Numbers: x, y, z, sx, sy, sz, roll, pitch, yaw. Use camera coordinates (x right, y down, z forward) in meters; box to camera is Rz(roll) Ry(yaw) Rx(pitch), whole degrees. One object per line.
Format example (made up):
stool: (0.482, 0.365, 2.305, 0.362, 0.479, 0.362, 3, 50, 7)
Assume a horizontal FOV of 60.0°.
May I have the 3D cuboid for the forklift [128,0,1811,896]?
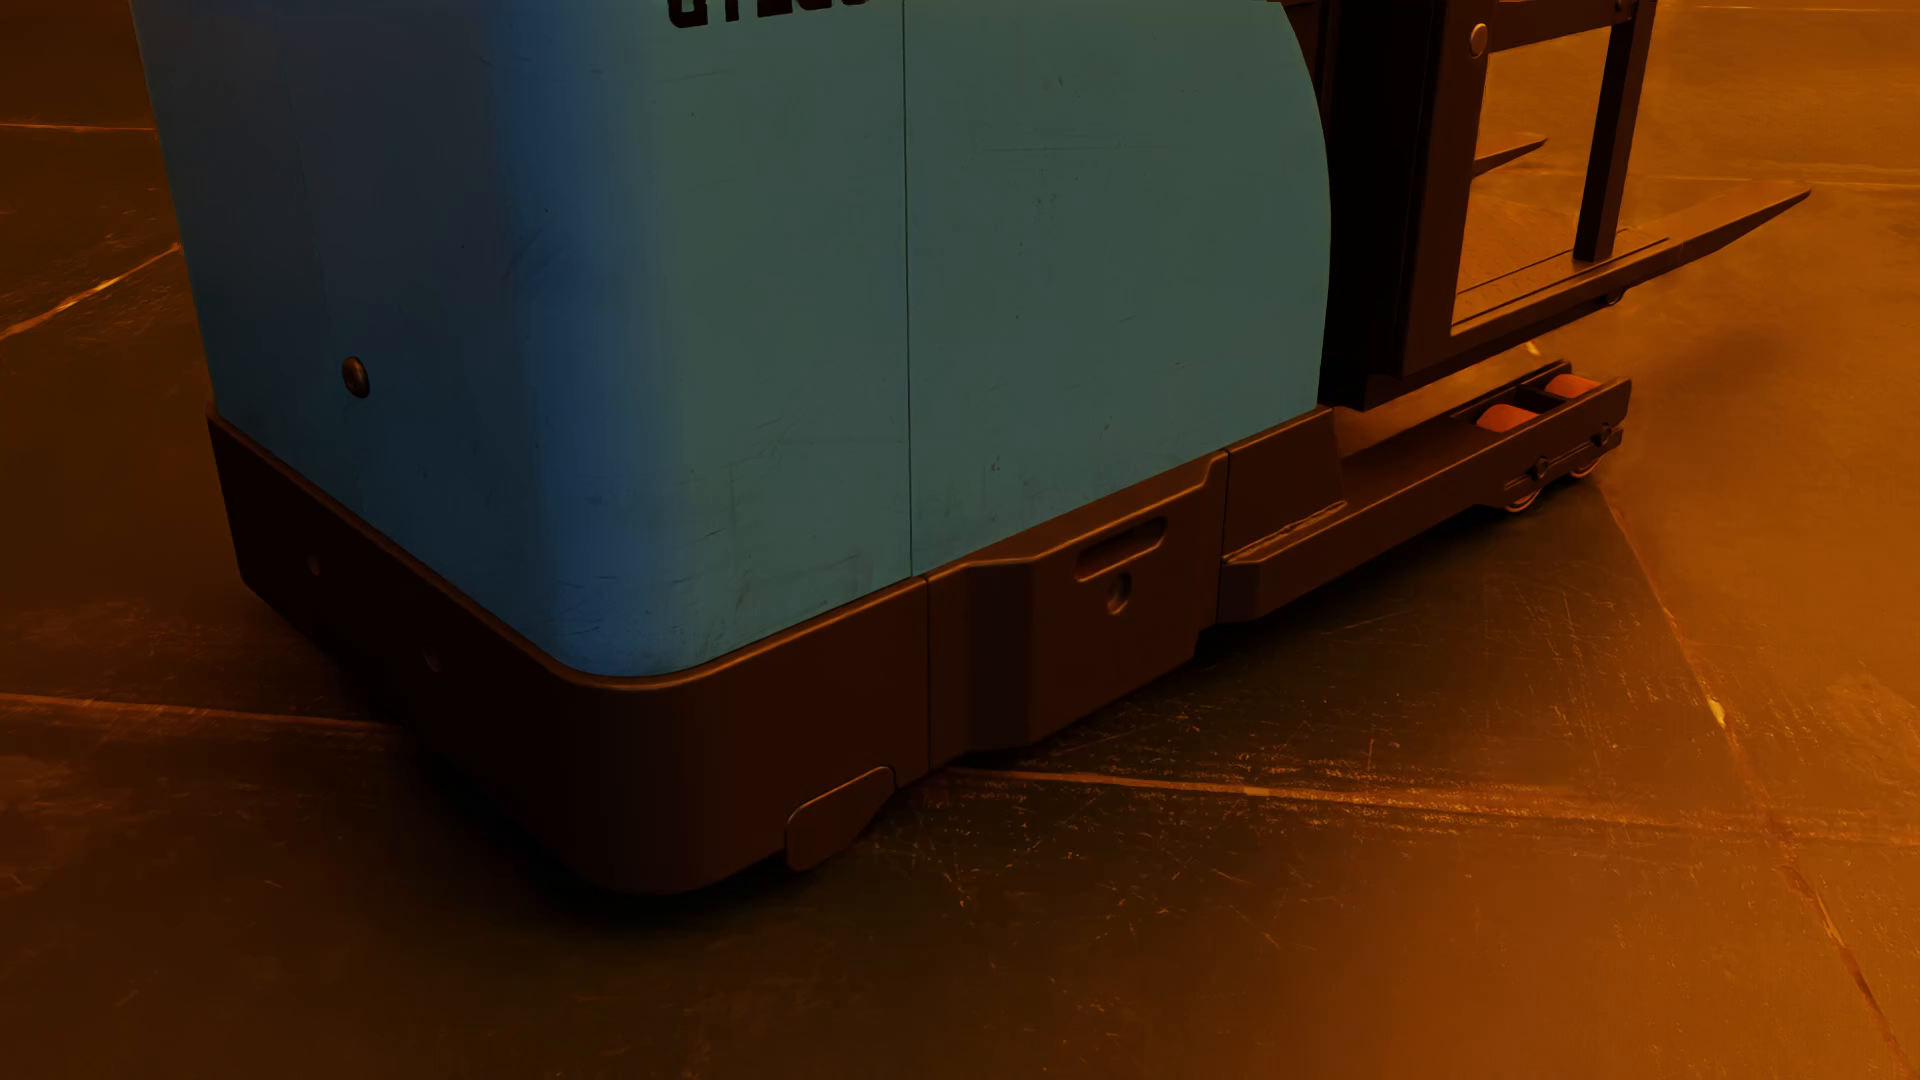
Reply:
forklift: (0.446, -1.507, 2.237, 3.031, 2.935, 1.130, -22, 34, -37)
